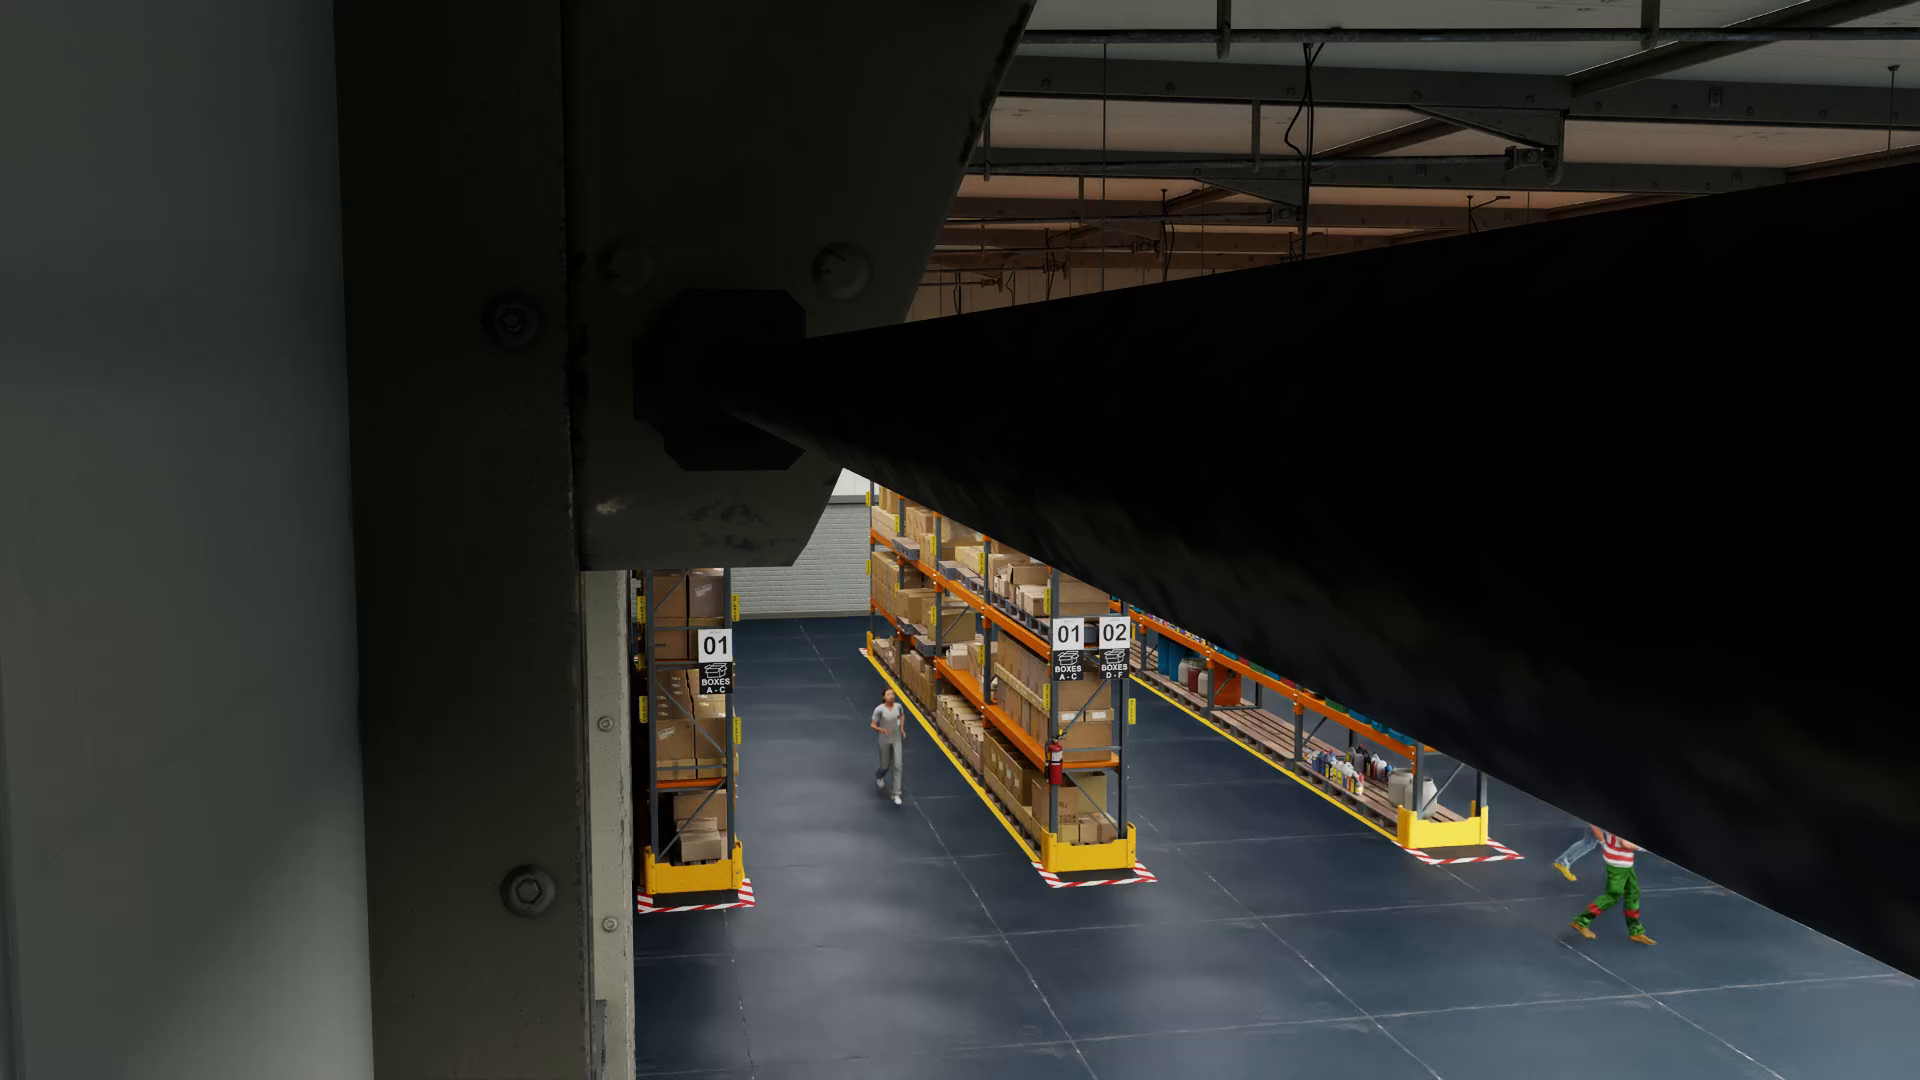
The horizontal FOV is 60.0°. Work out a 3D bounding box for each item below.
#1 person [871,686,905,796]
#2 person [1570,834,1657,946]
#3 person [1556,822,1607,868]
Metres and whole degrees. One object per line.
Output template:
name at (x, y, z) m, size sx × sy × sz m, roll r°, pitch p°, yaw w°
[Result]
person at (-1.044, 2.913, 24.346) m, size 0.568 × 1.578 × 0.770 m, roll -2°, pitch 6°, yaw -20°
person at (7.172, 3.673, 18.174) m, size 0.918 × 1.537 × 0.611 m, roll 1°, pitch 6°, yaw 13°
person at (7.658, 3.414, 20.147) m, size 0.809 × 1.424 × 0.441 m, roll 3°, pitch 7°, yaw 25°
